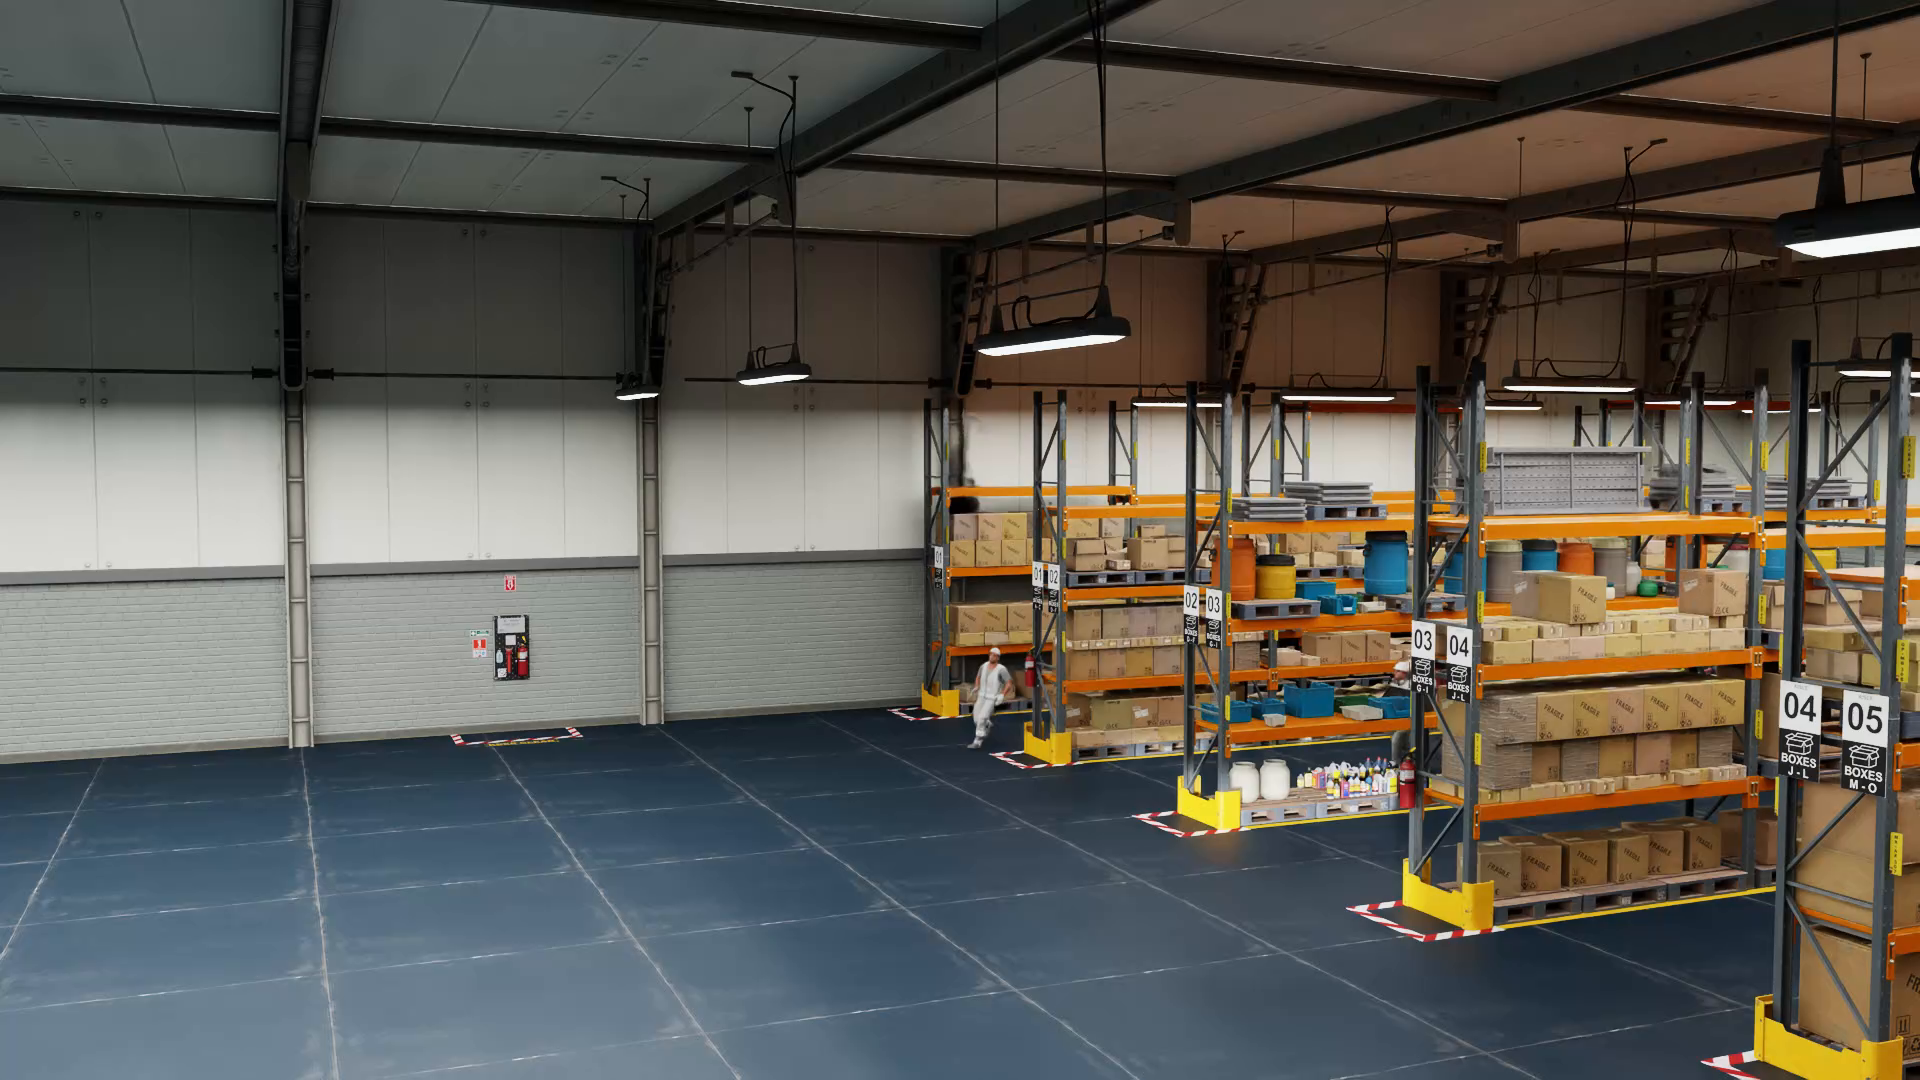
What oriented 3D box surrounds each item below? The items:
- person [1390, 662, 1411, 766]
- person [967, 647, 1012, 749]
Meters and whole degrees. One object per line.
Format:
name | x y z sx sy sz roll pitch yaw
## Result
person | 6.952 2.765 25.914 0.876 1.754 0.651 -2 4 -25
person | 0.523 2.658 27.987 0.704 1.715 0.694 2 4 33
